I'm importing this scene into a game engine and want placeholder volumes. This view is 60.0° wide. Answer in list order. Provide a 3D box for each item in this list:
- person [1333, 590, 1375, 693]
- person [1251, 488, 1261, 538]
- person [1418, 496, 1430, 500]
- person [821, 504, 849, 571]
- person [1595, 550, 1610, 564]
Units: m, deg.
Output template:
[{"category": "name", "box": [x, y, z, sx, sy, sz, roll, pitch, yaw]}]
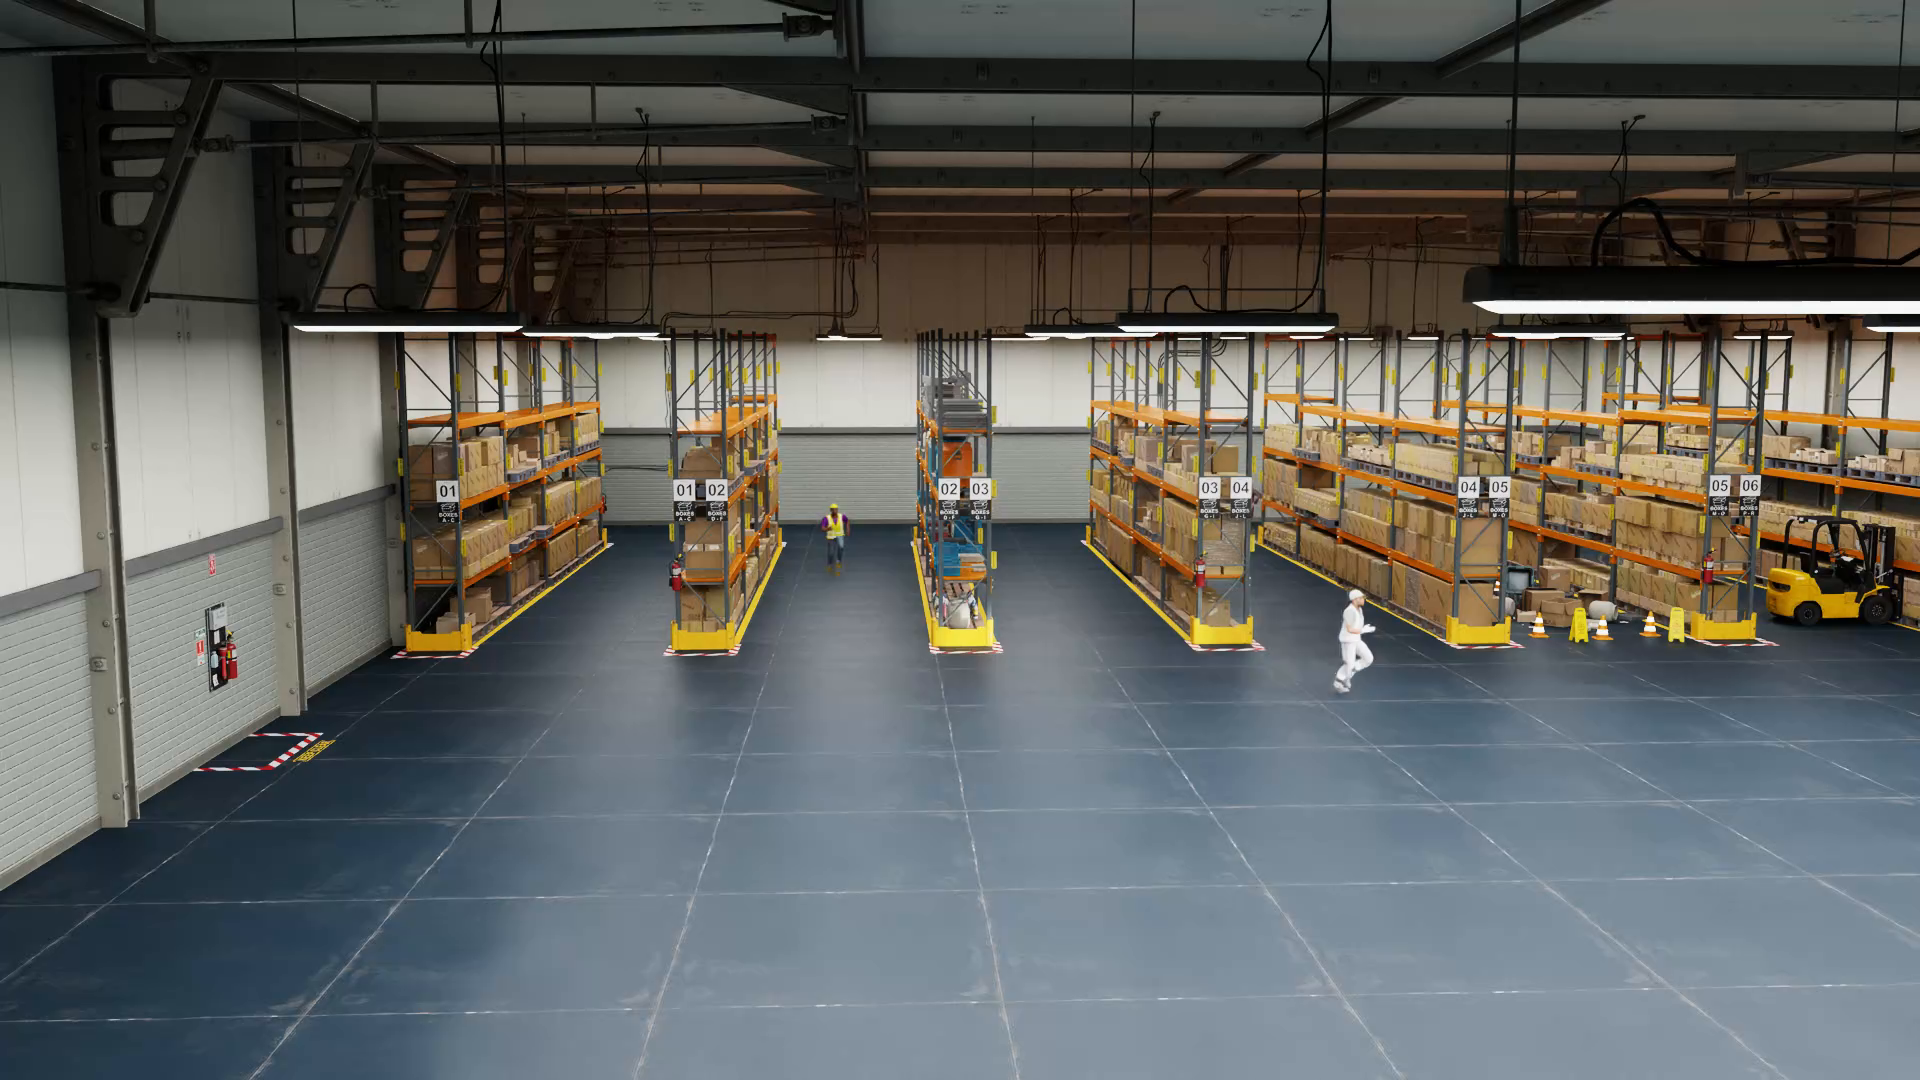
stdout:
[{"category": "person", "box": [6.440, 1.656, 27.119, 0.726, 1.726, 0.704, 4, 8, 33]}, {"category": "person", "box": [8.387, -0.885, 48.633, 0.660, 1.759, 0.802, -2, 7, -14]}, {"category": "person", "box": [13.926, -0.976, 49.481, 0.919, 1.792, 0.705, 2, 7, 13]}, {"category": "person", "box": [-3.109, -0.054, 41.202, 0.670, 1.715, 0.941, -1, 7, -7]}, {"category": "person", "box": [16.202, -0.011, 41.693, 0.621, 1.700, 0.903, -1, 7, -5]}]
